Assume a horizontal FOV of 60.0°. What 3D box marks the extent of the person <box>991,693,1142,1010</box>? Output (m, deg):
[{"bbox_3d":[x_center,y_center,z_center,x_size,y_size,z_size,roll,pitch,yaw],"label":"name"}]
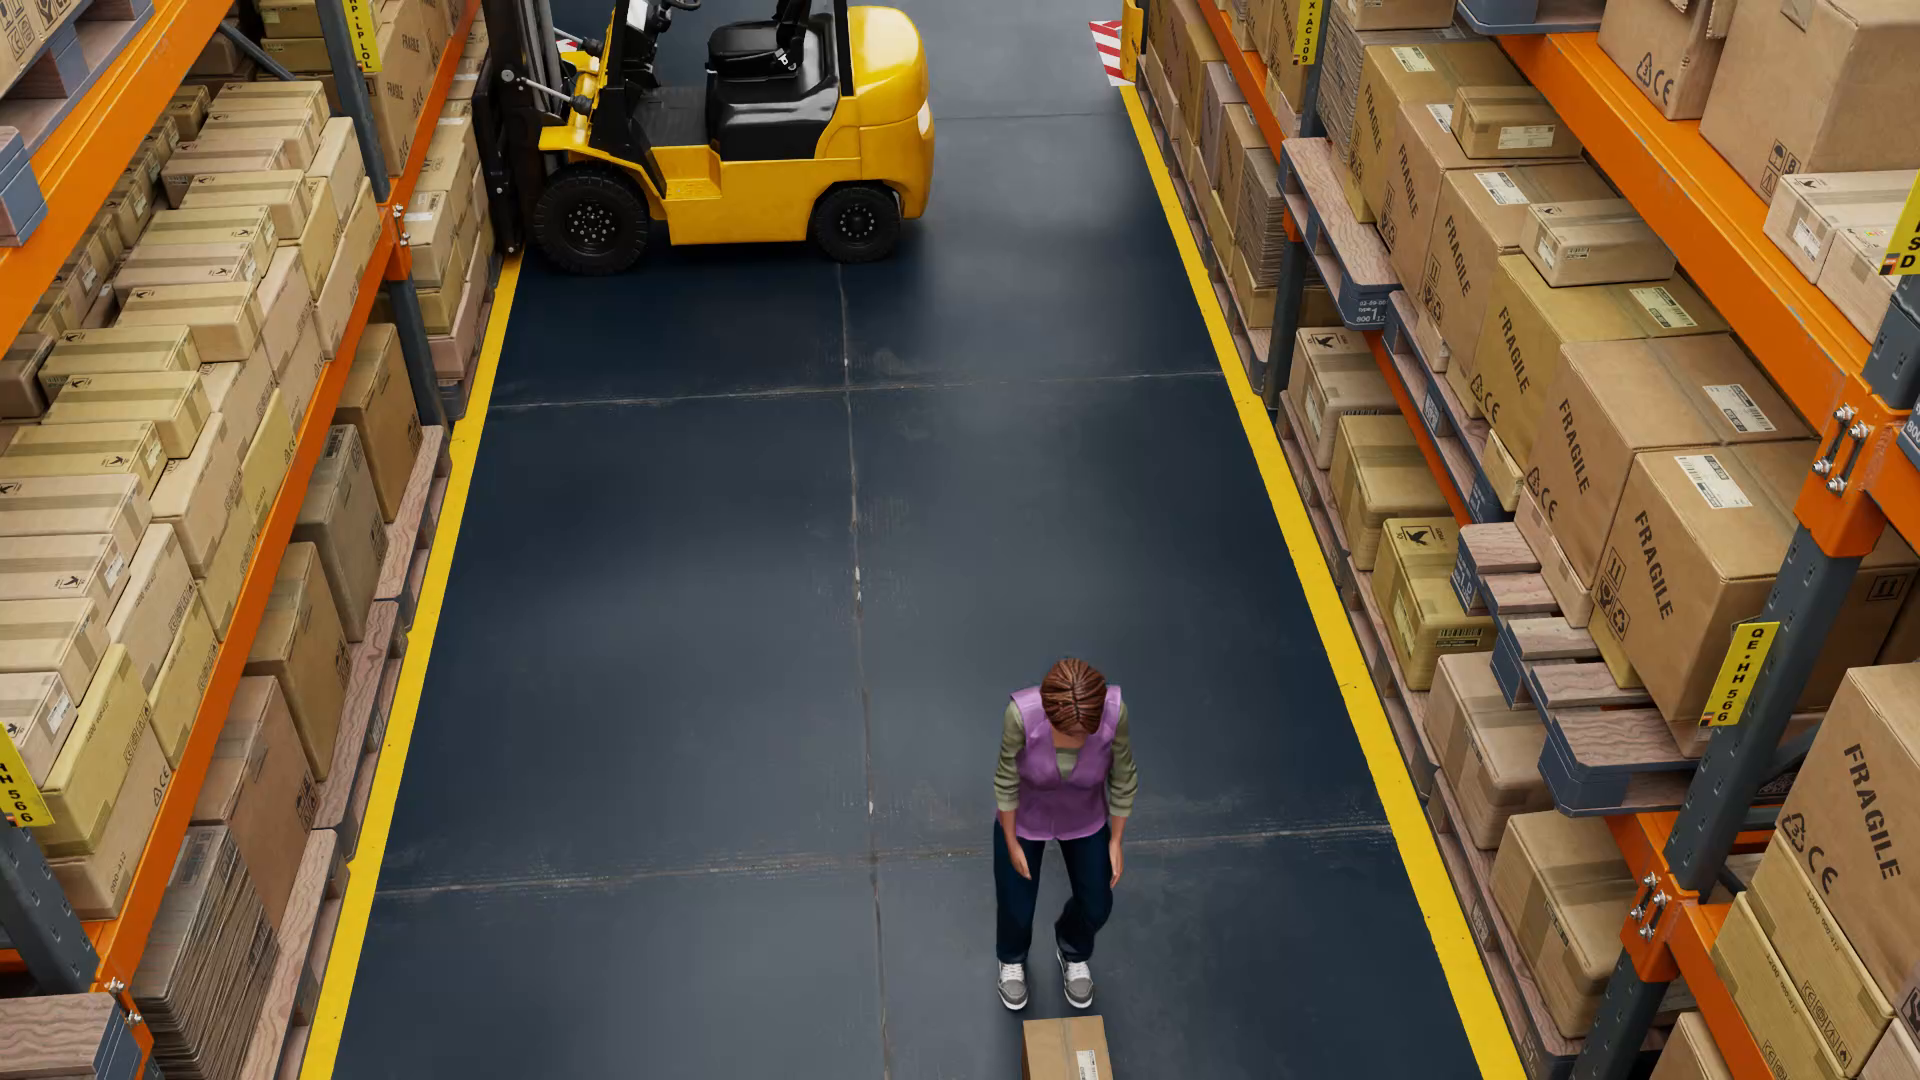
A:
[{"bbox_3d":[0.319,0.934,5.161,0.451,1.449,0.518,-3,40,-3],"label":"person"}]
